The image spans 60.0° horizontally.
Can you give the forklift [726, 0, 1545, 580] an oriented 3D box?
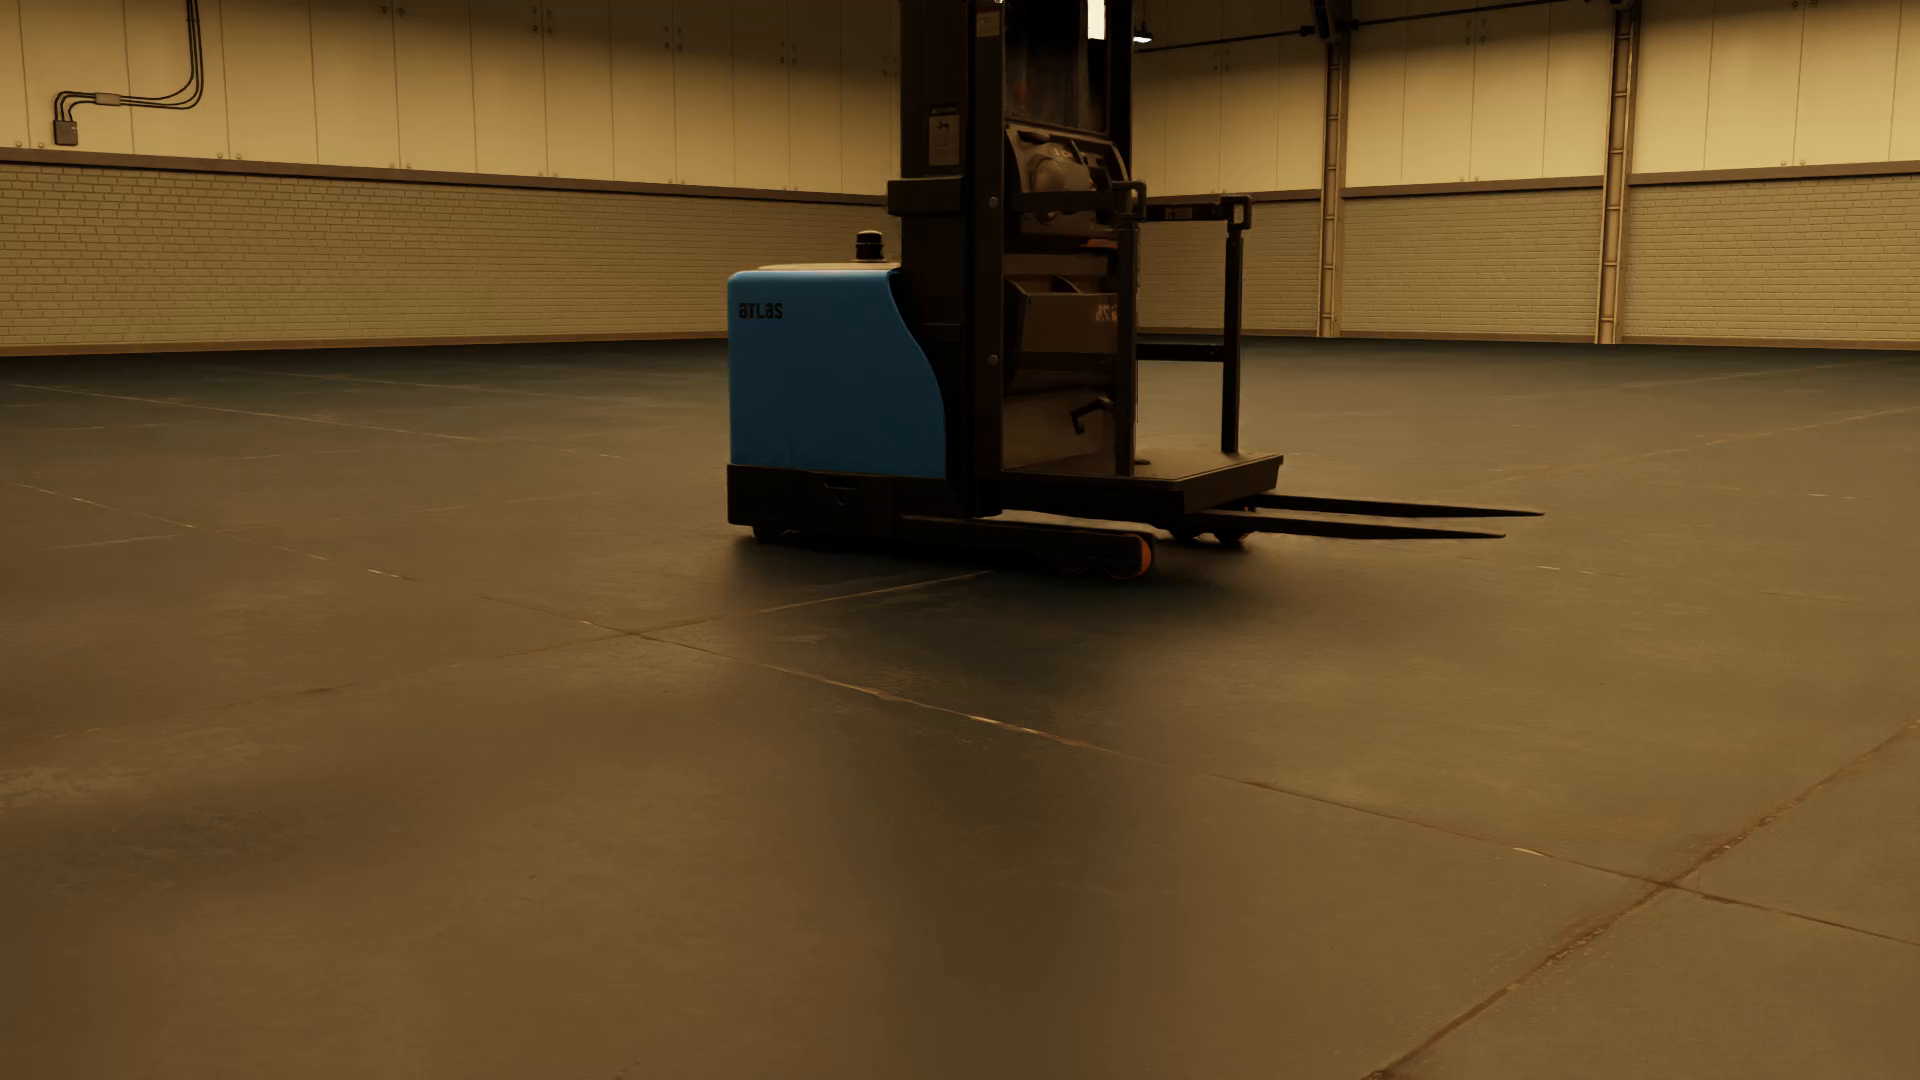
[{"bbox_3d":[0.593,-1.399,6.163,3.031,2.935,1.130,5,10,30],"label":"forklift"}]
